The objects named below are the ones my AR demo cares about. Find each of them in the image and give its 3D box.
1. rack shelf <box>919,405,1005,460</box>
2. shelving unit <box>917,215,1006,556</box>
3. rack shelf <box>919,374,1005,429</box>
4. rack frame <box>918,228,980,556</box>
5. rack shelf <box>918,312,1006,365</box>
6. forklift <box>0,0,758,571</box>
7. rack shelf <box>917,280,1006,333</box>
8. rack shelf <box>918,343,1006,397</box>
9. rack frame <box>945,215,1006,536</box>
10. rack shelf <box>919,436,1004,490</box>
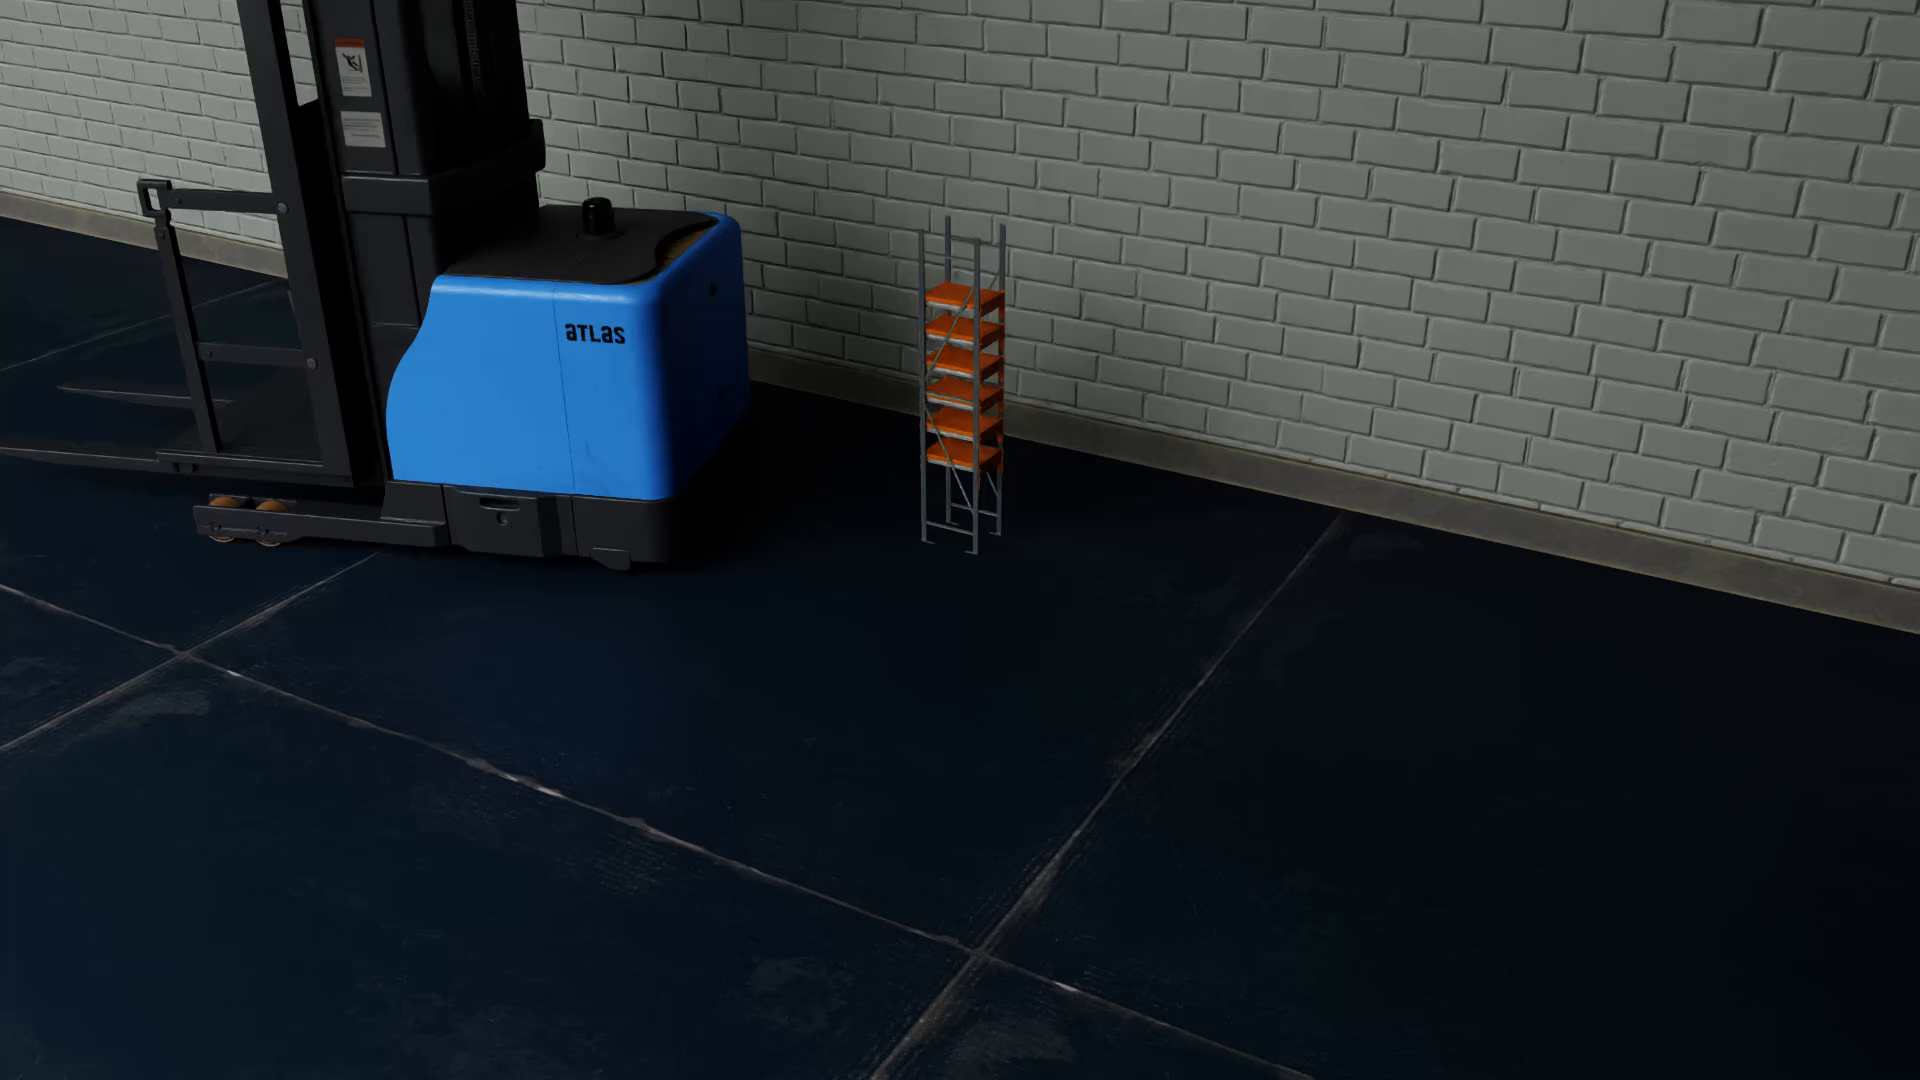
[{"bbox_3d":[0.007,-0.395,6.066,0.258,0.103,0.180,14,30,26],"label":"rack shelf"},{"bbox_3d":[0.007,-0.542,5.993,0.258,1.200,0.189,14,30,26],"label":"shelving unit"},{"bbox_3d":[0.007,-0.502,6.013,0.258,0.103,0.180,14,30,26],"label":"rack shelf"},{"bbox_3d":[-0.038,-0.507,5.921,0.240,1.200,0.006,14,30,26],"label":"rack frame"},{"bbox_3d":[0.007,-0.717,5.905,0.258,0.103,0.180,14,30,26],"label":"rack shelf"},{"bbox_3d":[-2.389,-1.512,5.997,3.031,2.935,1.130,5,27,10],"label":"forklift"},{"bbox_3d":[0.007,-0.824,5.851,0.258,0.103,0.180,14,30,26],"label":"rack shelf"},{"bbox_3d":[0.007,-0.610,5.959,0.258,0.103,0.180,14,30,26],"label":"rack shelf"},{"bbox_3d":[0.052,-0.578,6.064,0.240,1.200,0.006,14,30,26],"label":"rack frame"},{"bbox_3d":[0.007,-0.288,6.120,0.258,0.103,0.180,14,30,26],"label":"rack shelf"}]
